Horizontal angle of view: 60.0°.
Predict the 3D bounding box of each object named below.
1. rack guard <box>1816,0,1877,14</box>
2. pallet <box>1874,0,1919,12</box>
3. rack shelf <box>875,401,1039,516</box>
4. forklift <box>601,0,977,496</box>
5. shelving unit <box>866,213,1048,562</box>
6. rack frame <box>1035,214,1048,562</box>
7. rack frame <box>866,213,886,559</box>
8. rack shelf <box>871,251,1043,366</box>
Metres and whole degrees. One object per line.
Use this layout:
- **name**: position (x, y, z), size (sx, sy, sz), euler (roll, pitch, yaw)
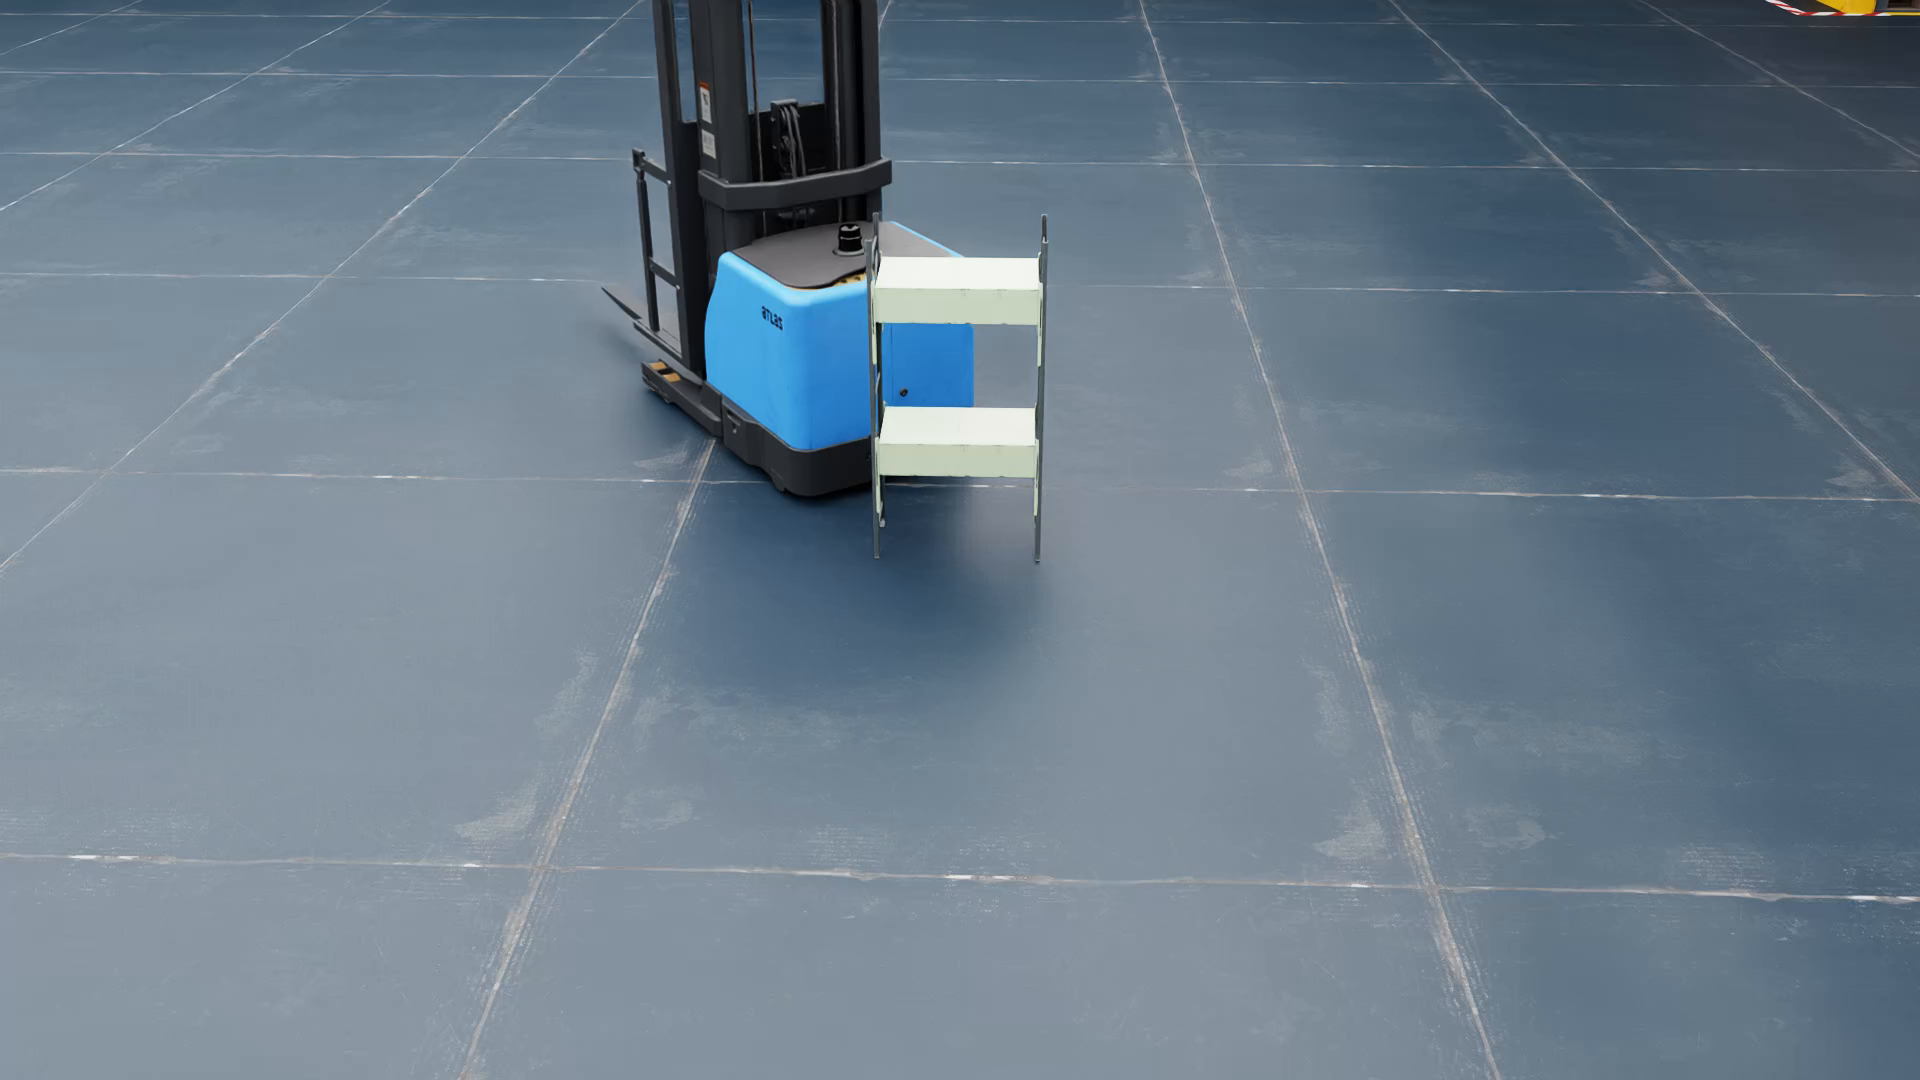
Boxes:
- **rack guard**: position (10.437, -6.583, 19.635), size (0.348, 0.500, 1.175), euler (1, 28, 2)
- **pallet**: position (11.227, -6.462, 19.715), size (1.213, 0.211, 1.003), euler (1, 28, 2)
- **rack shelf**: position (-0.007, -0.375, 7.552), size (0.720, 0.370, 0.431), euler (1, 28, 2)
- **forklift**: position (-1.122, -2.152, 8.681), size (1.130, 2.935, 3.031), euler (-16, 32, -28)
- **shelving unit**: position (-0.007, -0.663, 7.399), size (0.755, 1.500, 0.431), euler (1, 28, 2)
- **rack frame**: position (0.359, -0.657, 7.388), size (0.023, 1.500, 0.400), euler (1, 28, 2)
- **rack frame**: position (-0.372, -0.669, 7.410), size (0.023, 1.500, 0.400), euler (1, 28, 2)
- **rack shelf**: position (-0.007, -1.008, 7.216), size (0.720, 0.370, 0.431), euler (1, 28, 2)
